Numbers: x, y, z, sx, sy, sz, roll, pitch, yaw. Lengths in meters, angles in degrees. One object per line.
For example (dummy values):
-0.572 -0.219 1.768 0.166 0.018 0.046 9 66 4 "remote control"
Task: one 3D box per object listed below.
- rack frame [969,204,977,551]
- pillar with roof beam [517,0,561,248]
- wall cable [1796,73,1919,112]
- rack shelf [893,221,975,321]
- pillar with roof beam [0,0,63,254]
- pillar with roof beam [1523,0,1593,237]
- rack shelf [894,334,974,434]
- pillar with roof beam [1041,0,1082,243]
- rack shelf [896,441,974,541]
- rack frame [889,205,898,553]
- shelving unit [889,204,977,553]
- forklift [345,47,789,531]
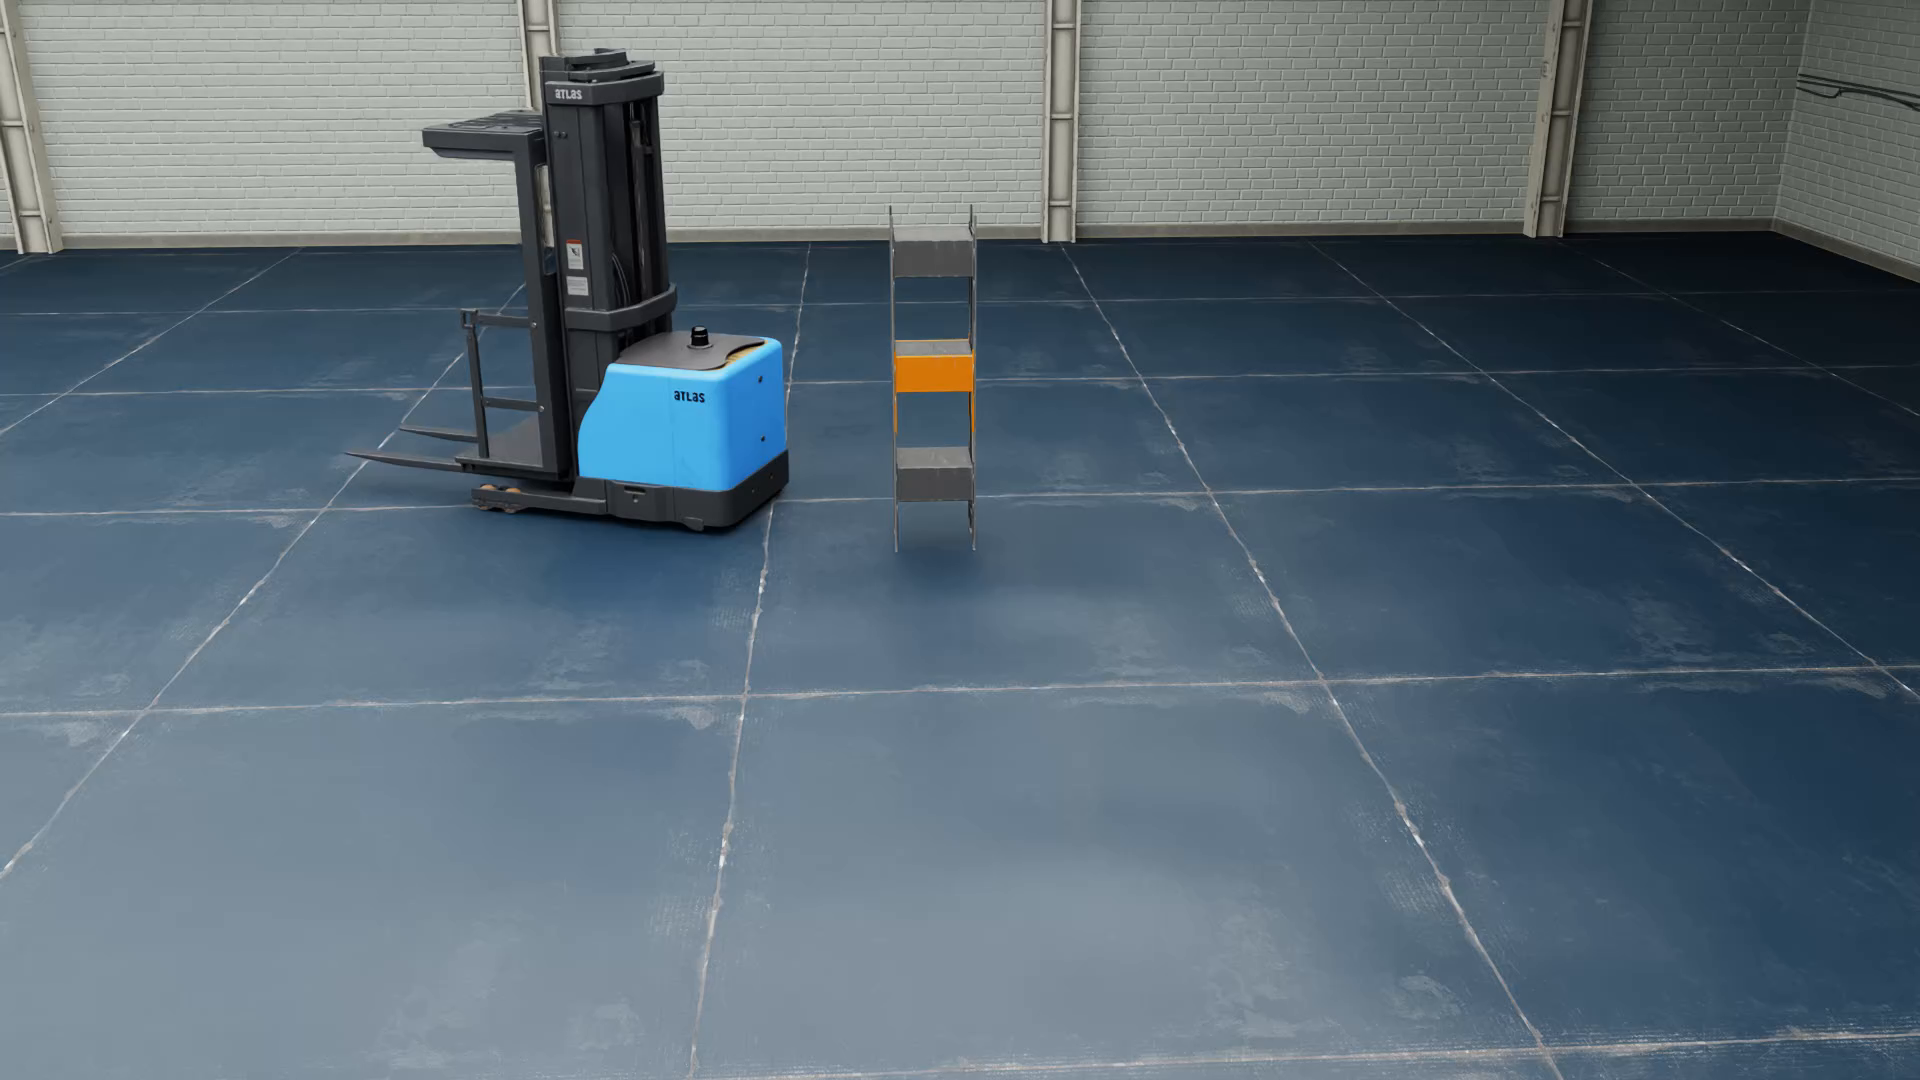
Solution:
0.078 -0.983 10.252 0.015 2.100 0.400 -1 21 -3 "rack frame"
-4.555 -6.193 14.241 0.400 9.000 9.100 -1 21 -3 "pillar with roof beam"
10.197 -6.105 18.373 0.112 2.526 3.097 -1 21 -3 "wall cable"
-0.165 -1.619 9.994 0.480 0.518 0.431 -1 21 -3 "rack shelf"
-10.545 -6.071 13.920 0.400 9.000 9.100 -1 21 -3 "pillar with roof beam"
7.426 -6.437 14.881 0.400 9.000 9.100 -1 21 -3 "pillar with roof beam"
-0.165 -0.965 10.243 0.480 0.518 0.431 -1 21 -3 "rack shelf"
1.436 -6.315 14.561 0.400 9.000 9.100 -1 21 -3 "pillar with roof beam"
-0.165 -0.311 10.492 0.480 0.518 0.431 -1 21 -3 "rack shelf"
-0.409 -0.973 10.226 0.015 2.100 0.400 -1 21 -3 "rack frame"
-0.165 -0.978 10.239 0.503 2.100 0.431 -1 21 -3 "shelving unit"
-2.753 -1.719 11.016 3.031 2.935 1.130 7 22 17 "forklift"
